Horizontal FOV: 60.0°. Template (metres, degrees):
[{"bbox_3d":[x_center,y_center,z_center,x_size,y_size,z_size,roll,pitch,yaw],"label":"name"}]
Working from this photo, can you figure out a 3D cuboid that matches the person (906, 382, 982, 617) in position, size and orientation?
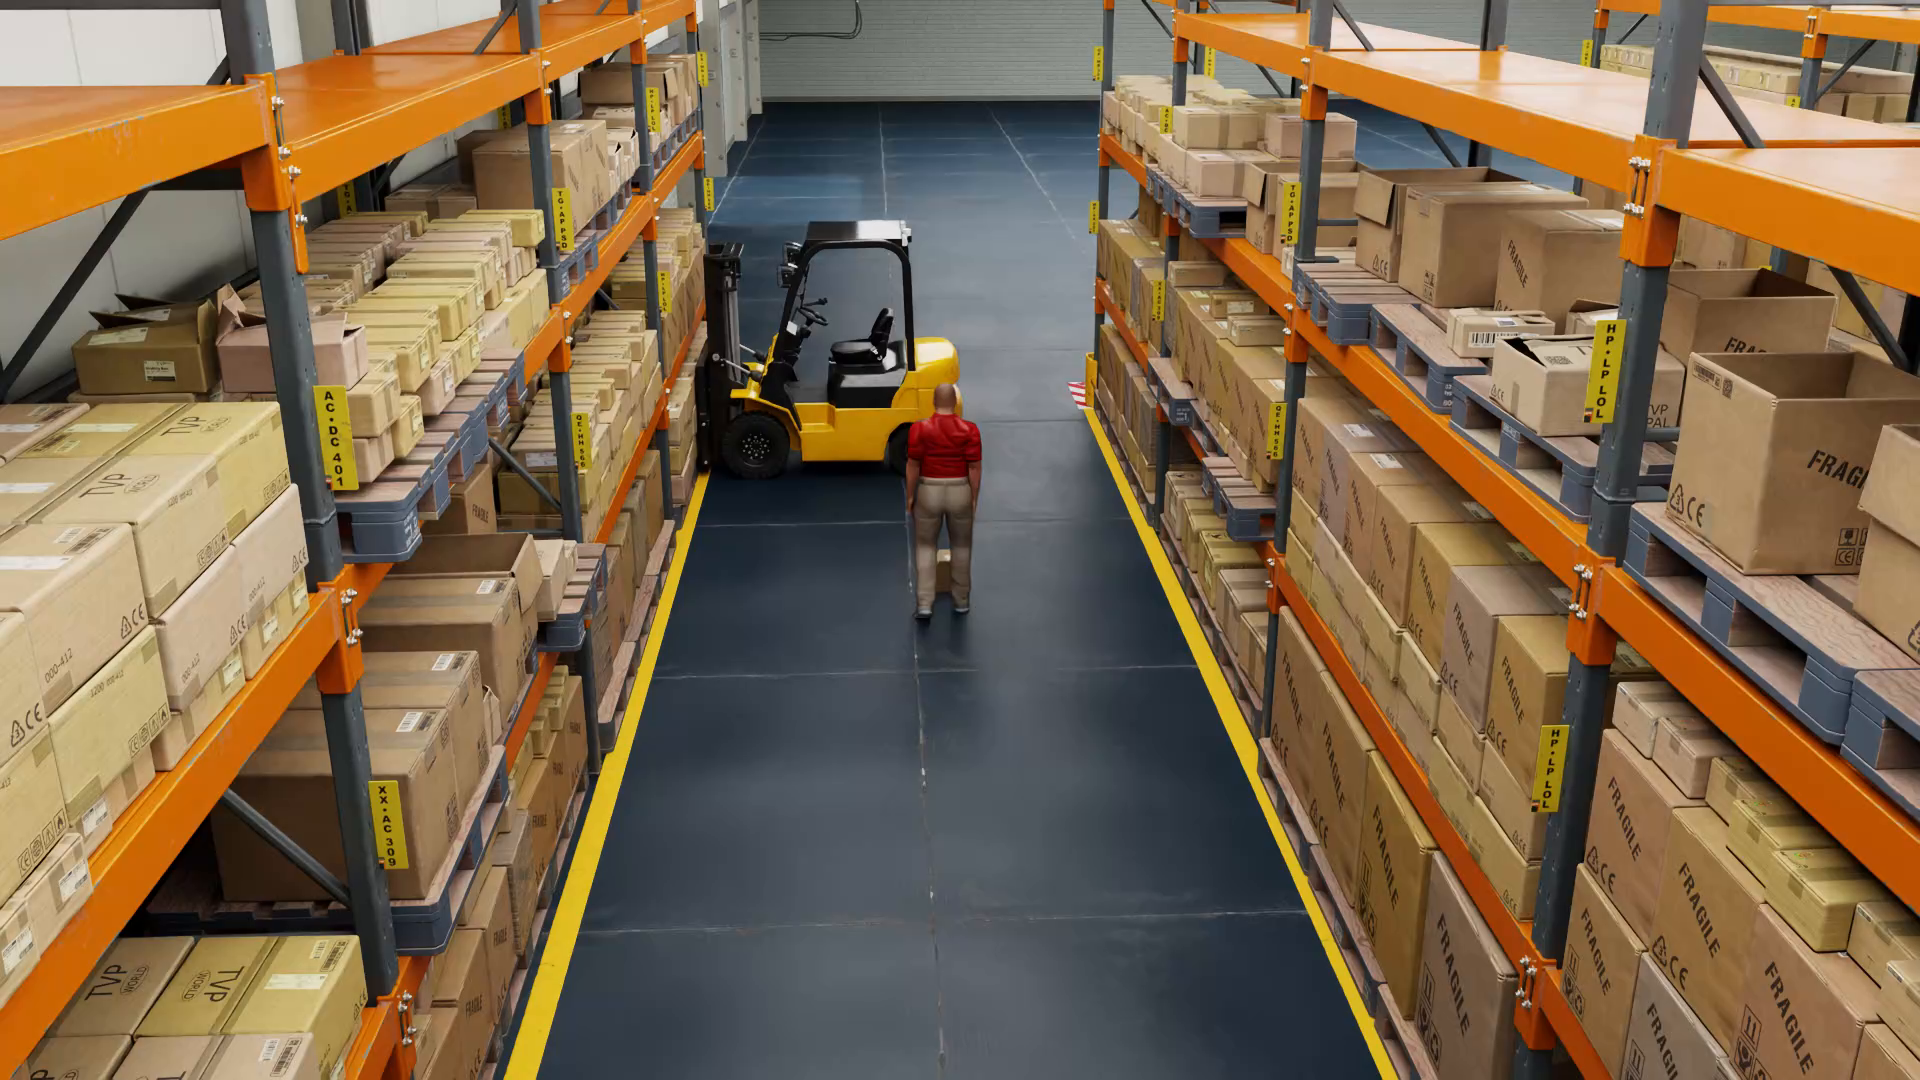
[{"bbox_3d":[-0.117,-0.254,11.911,0.536,1.817,0.485,-1,20,-2],"label":"person"}]
